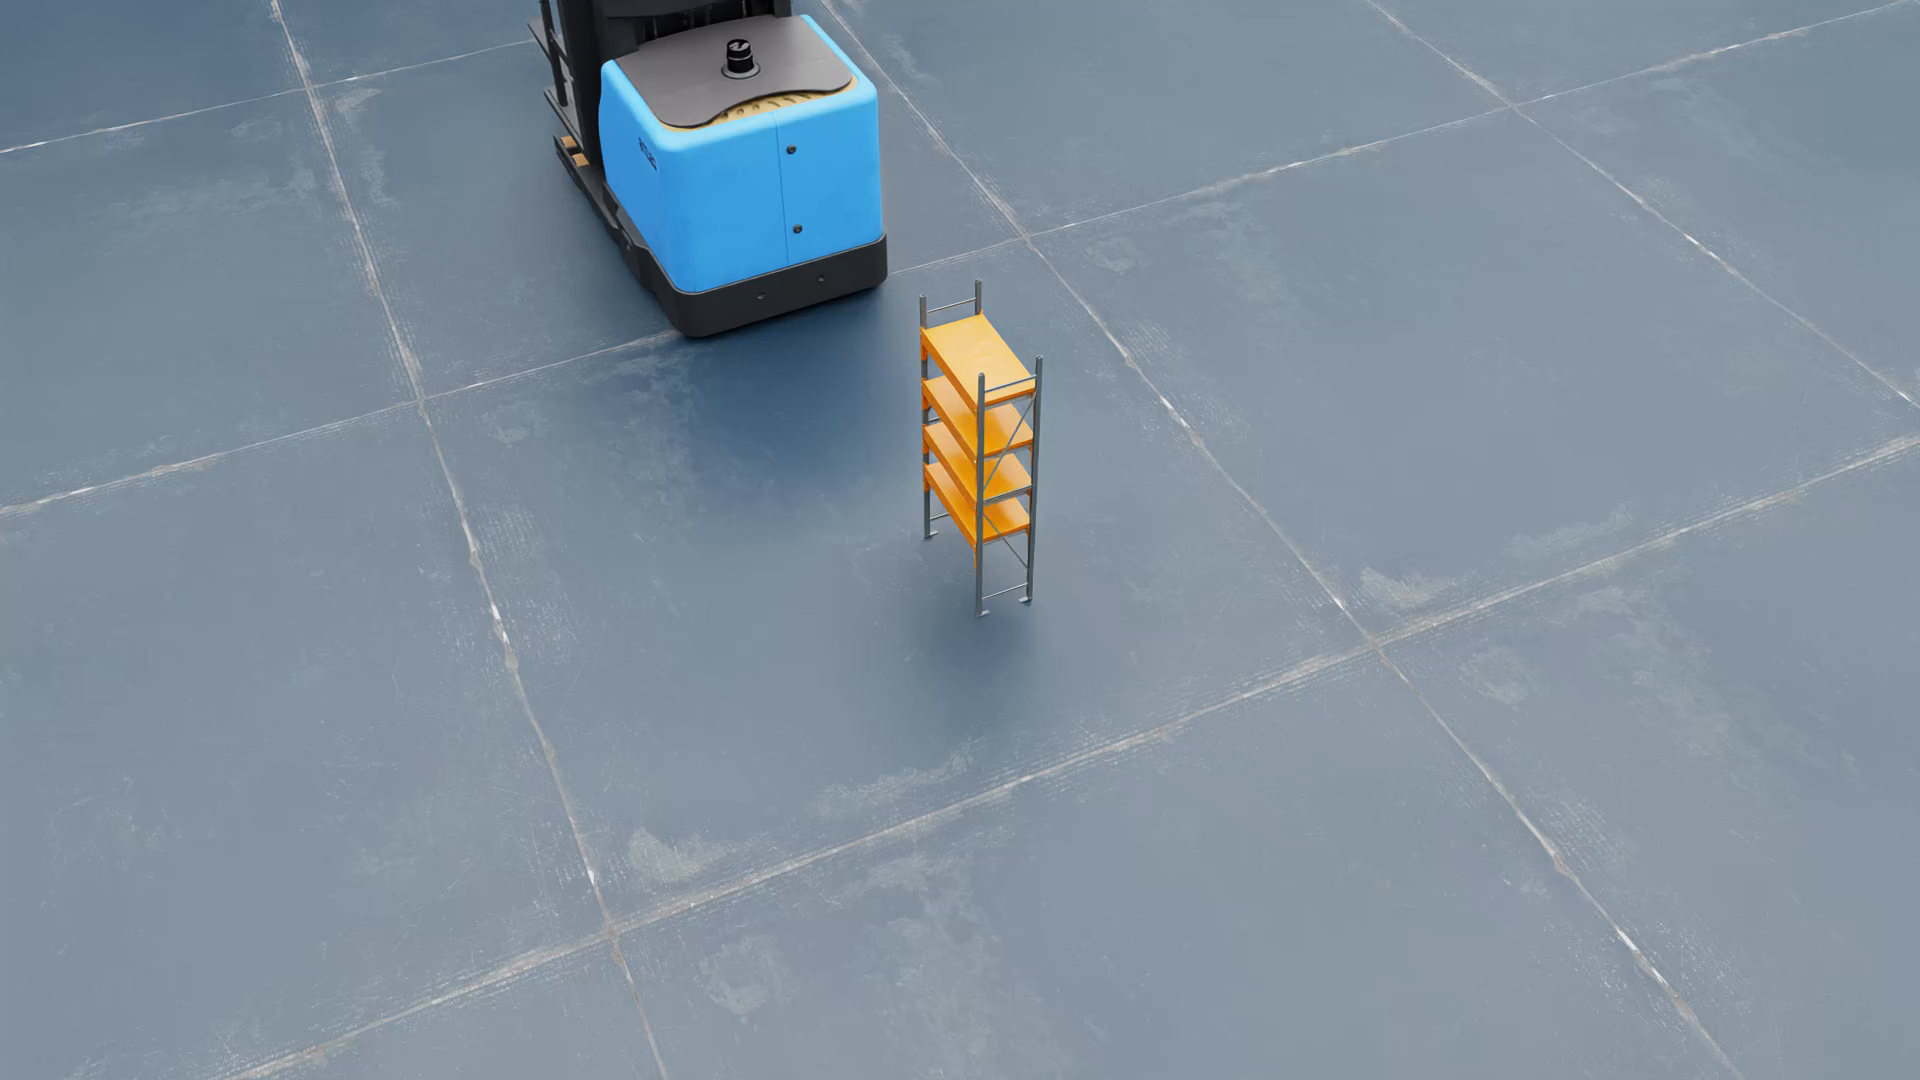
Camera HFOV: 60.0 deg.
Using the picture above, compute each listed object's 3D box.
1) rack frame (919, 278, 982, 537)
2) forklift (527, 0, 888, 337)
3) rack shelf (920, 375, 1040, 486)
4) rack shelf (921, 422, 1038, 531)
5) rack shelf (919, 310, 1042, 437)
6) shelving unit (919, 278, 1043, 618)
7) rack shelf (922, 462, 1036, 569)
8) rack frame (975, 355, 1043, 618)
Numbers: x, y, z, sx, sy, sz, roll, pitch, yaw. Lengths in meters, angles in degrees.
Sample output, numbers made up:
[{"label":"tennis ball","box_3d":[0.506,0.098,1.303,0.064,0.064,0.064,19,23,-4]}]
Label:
[{"label":"rack frame","box_3d":[-0.033,-0.477,6.379,0.240,1.200,0.015,-18,47,-17]},{"label":"forklift","box_3d":[-1.465,-3.006,7.710,1.130,2.935,3.031,-20,48,-19]},{"label":"rack shelf","box_3d":[0.070,-0.433,6.112,0.258,0.148,0.480,-18,47,-17]},{"label":"rack shelf","box_3d":[0.070,-0.274,6.269,0.258,0.148,0.480,-18,47,-17]},{"label":"rack shelf","box_3d":[0.070,-0.601,5.946,0.258,0.148,0.480,-18,47,-17]},{"label":"shelving unit","box_3d":[0.070,-0.322,6.222,0.258,1.200,0.503,-18,47,-17]},{"label":"rack shelf","box_3d":[0.070,-0.132,6.408,0.258,0.148,0.480,-18,47,-17]},{"label":"rack frame","box_3d":[0.172,-0.166,6.064,0.240,1.200,0.015,-18,47,-17]}]
